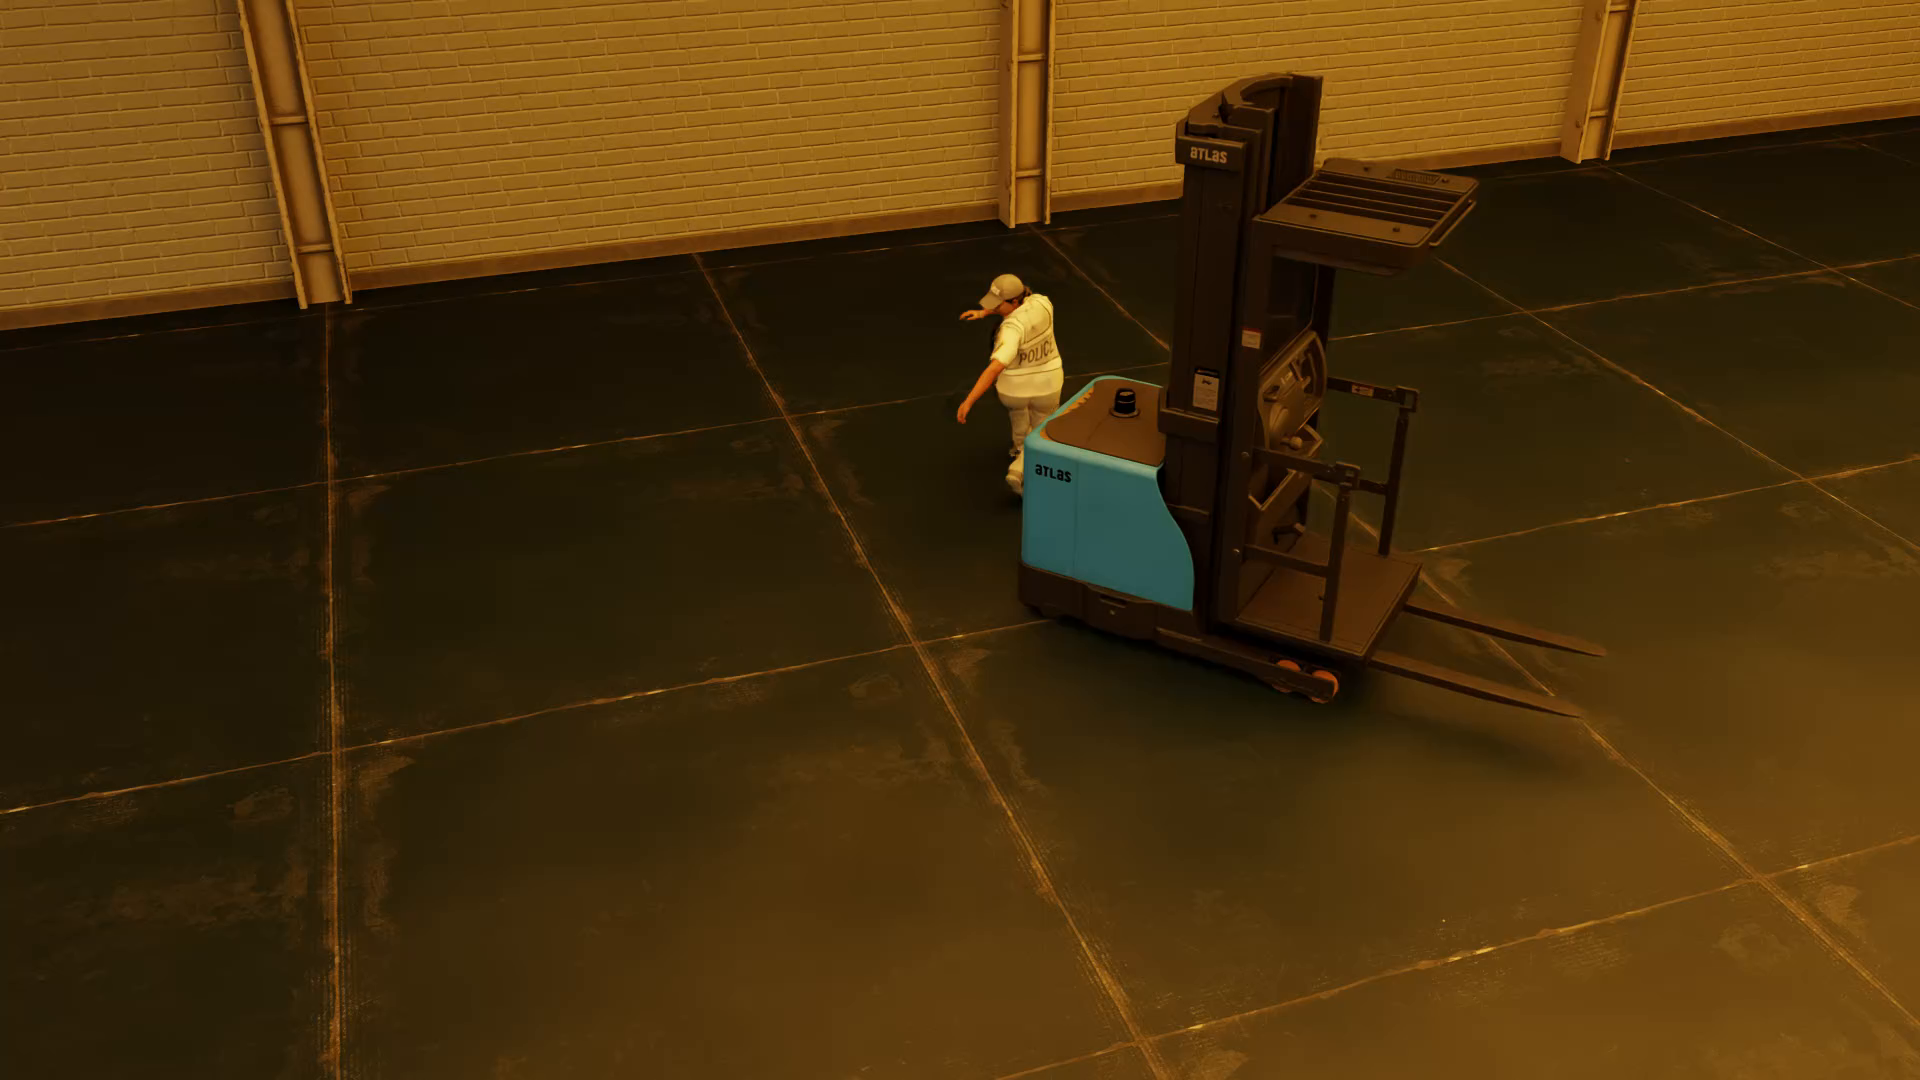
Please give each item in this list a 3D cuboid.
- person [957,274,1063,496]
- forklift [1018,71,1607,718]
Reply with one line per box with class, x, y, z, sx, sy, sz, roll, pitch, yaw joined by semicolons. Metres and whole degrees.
person;0.303;-0.979;10.391;0.699;1.440;0.928;-3;30;-5
forklift;1.863;-0.734;8.362;3.031;2.935;1.130;16;33;25
